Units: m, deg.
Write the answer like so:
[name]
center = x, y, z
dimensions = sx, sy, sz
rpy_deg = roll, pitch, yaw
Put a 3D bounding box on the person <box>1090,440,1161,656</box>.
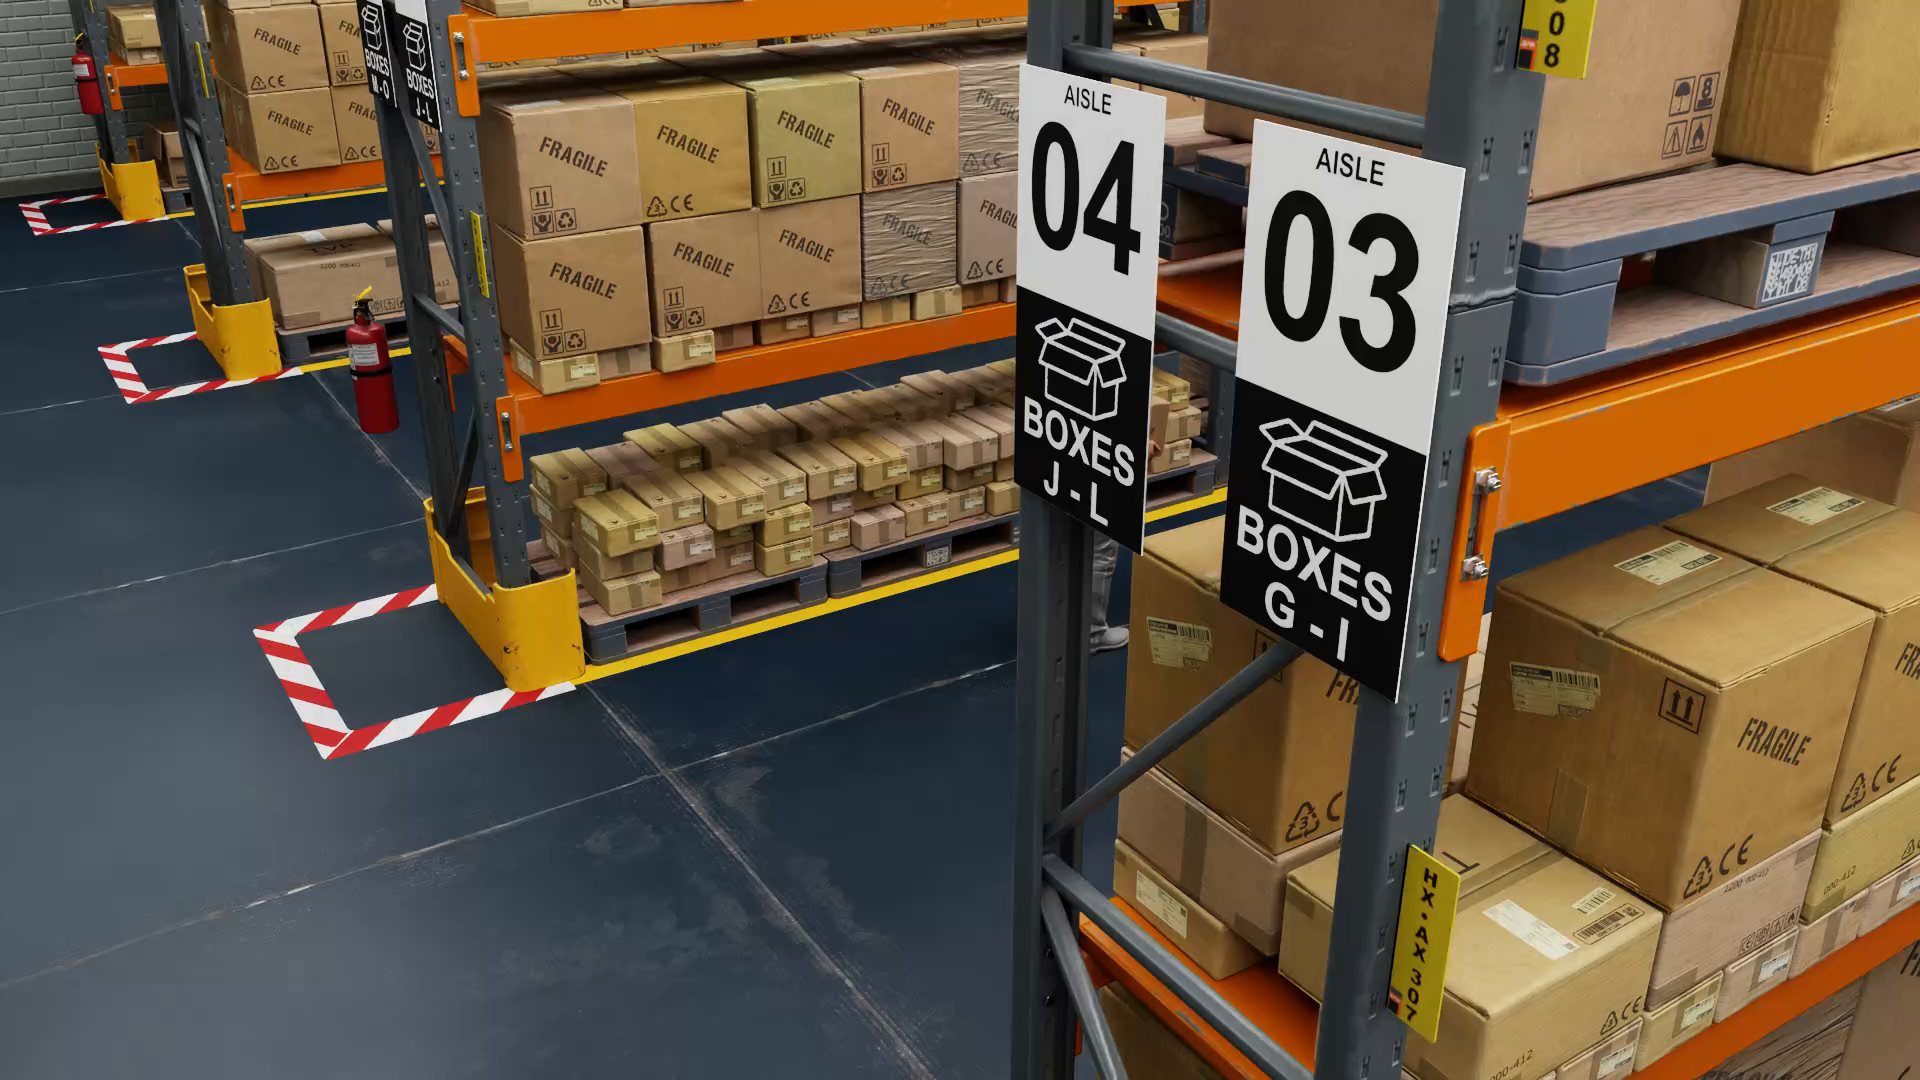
[person]
center = 0.574, -0.358, 7.357
dimensions = 0.551, 1.762, 0.494
rpy_deg = -15, 29, -29
